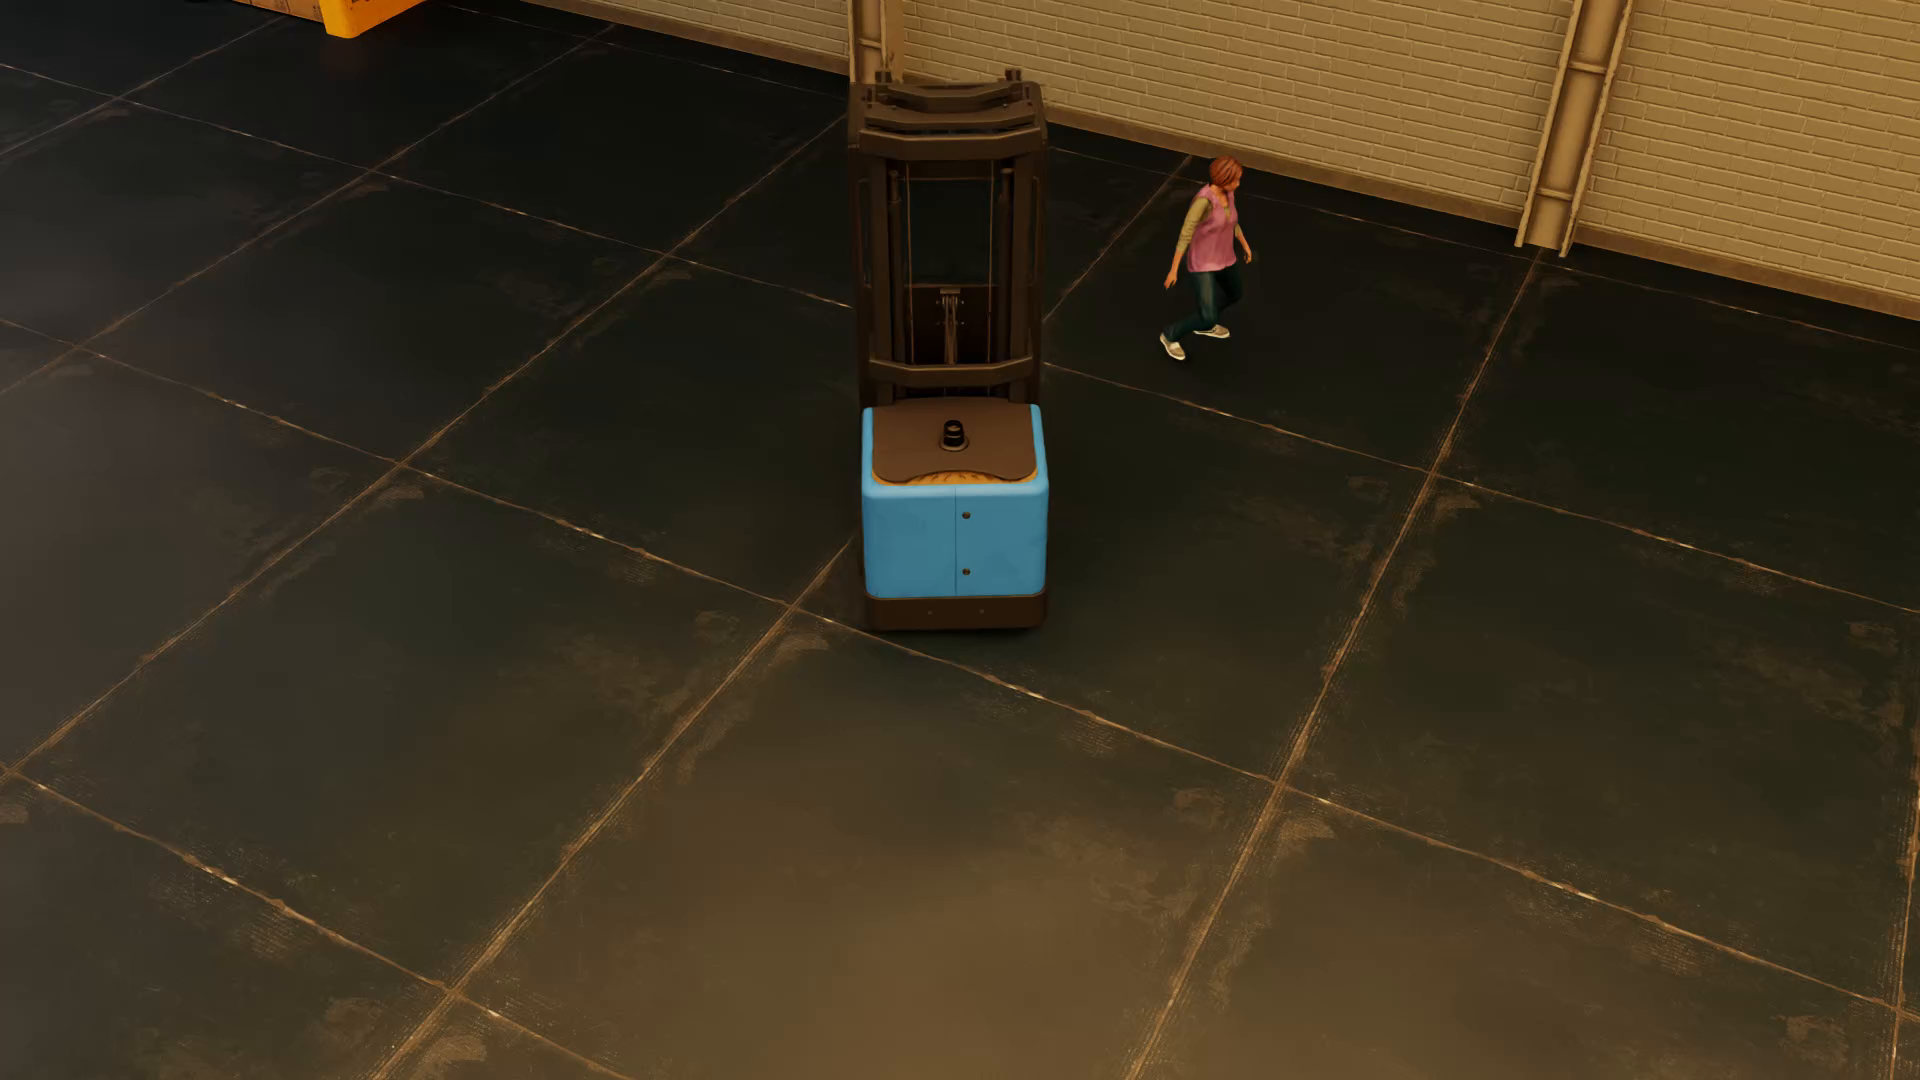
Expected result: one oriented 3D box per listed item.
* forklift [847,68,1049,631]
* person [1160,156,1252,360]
[{"bbox_3d":[-0.074,-1.530,9.803,1.130,2.935,3.031,-1,40,-1],"label":"forklift"},{"bbox_3d":[1.712,-1.900,11.357,0.447,1.511,0.764,33,50,33],"label":"person"}]
